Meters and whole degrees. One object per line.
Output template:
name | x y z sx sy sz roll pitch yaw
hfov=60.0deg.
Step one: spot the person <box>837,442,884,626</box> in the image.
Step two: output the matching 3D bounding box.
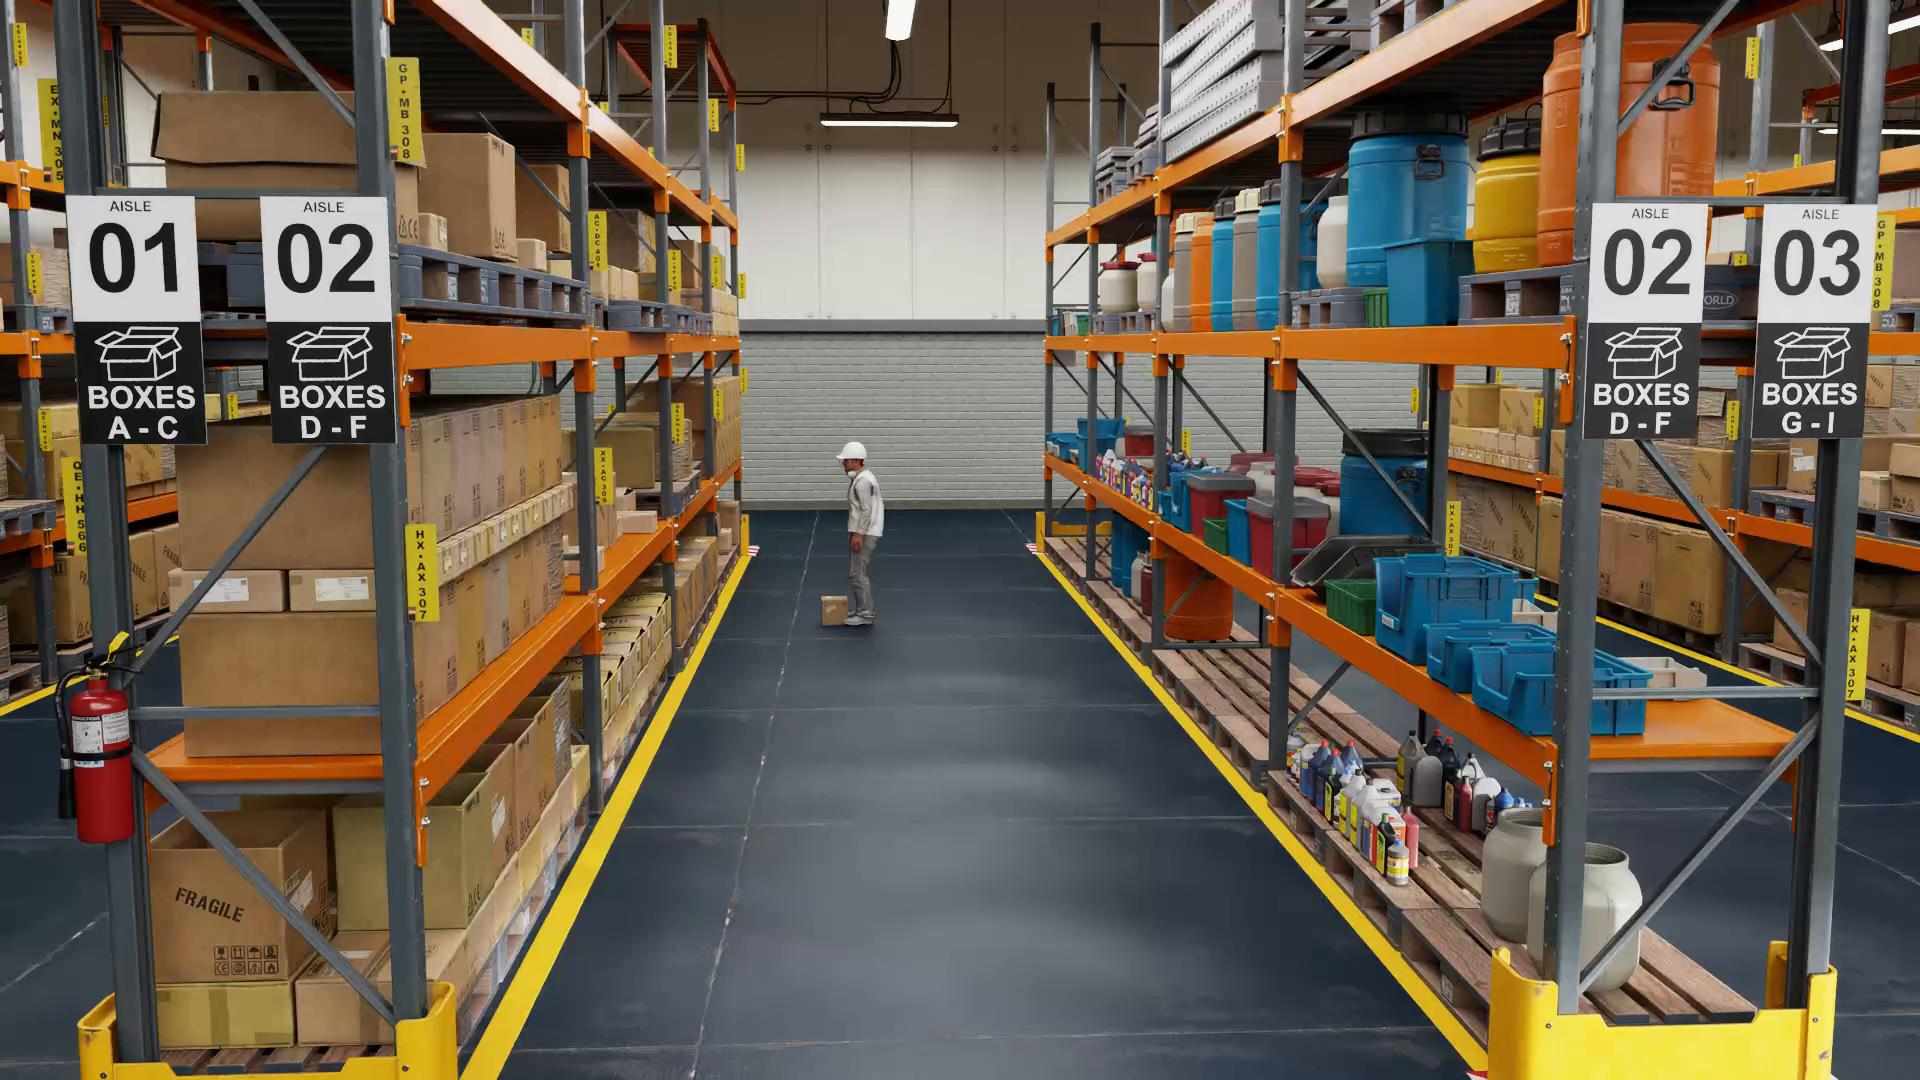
person | -0.970 -0.066 16.186 0.457 1.770 0.593 -1 7 -7
